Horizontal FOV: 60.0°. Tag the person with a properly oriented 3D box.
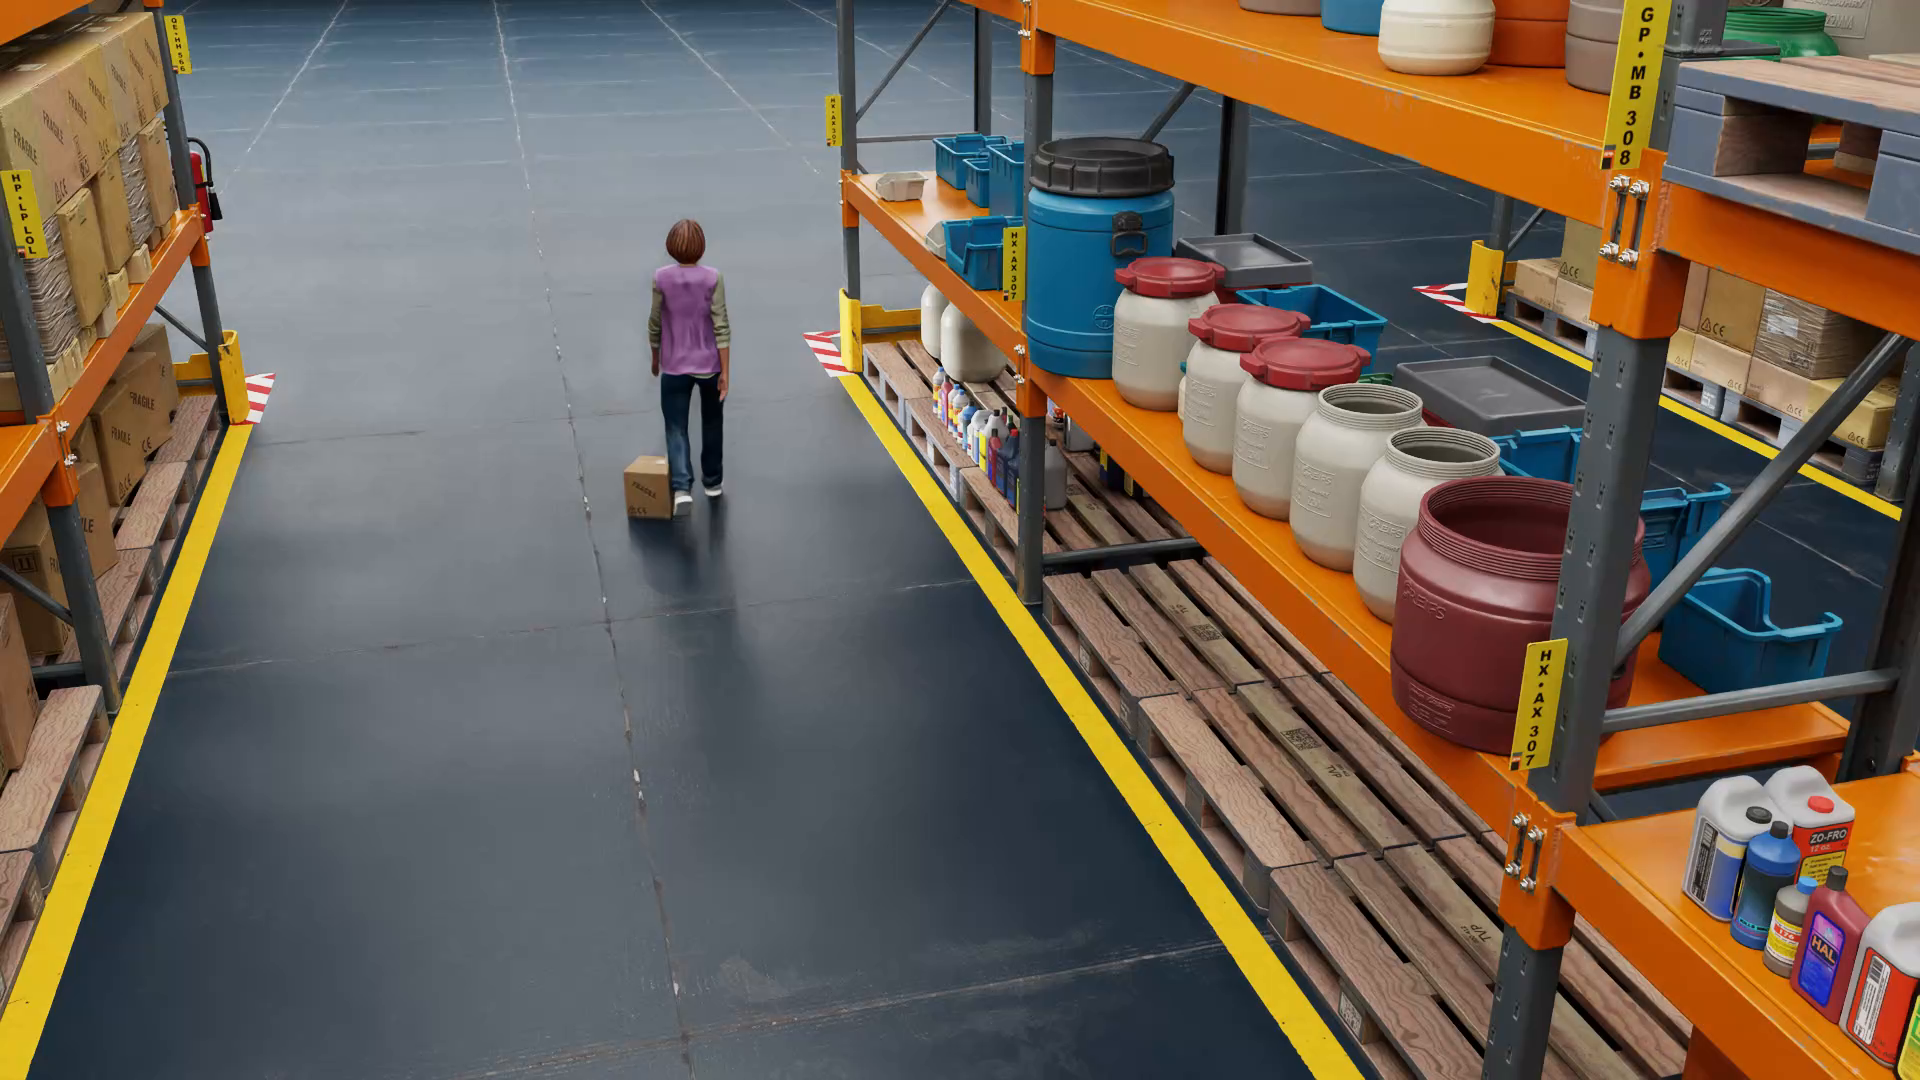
[{"bbox_3d":[-1.395,-0.882,8.630,0.426,1.560,0.862,-3,23,-8],"label":"person"}]
